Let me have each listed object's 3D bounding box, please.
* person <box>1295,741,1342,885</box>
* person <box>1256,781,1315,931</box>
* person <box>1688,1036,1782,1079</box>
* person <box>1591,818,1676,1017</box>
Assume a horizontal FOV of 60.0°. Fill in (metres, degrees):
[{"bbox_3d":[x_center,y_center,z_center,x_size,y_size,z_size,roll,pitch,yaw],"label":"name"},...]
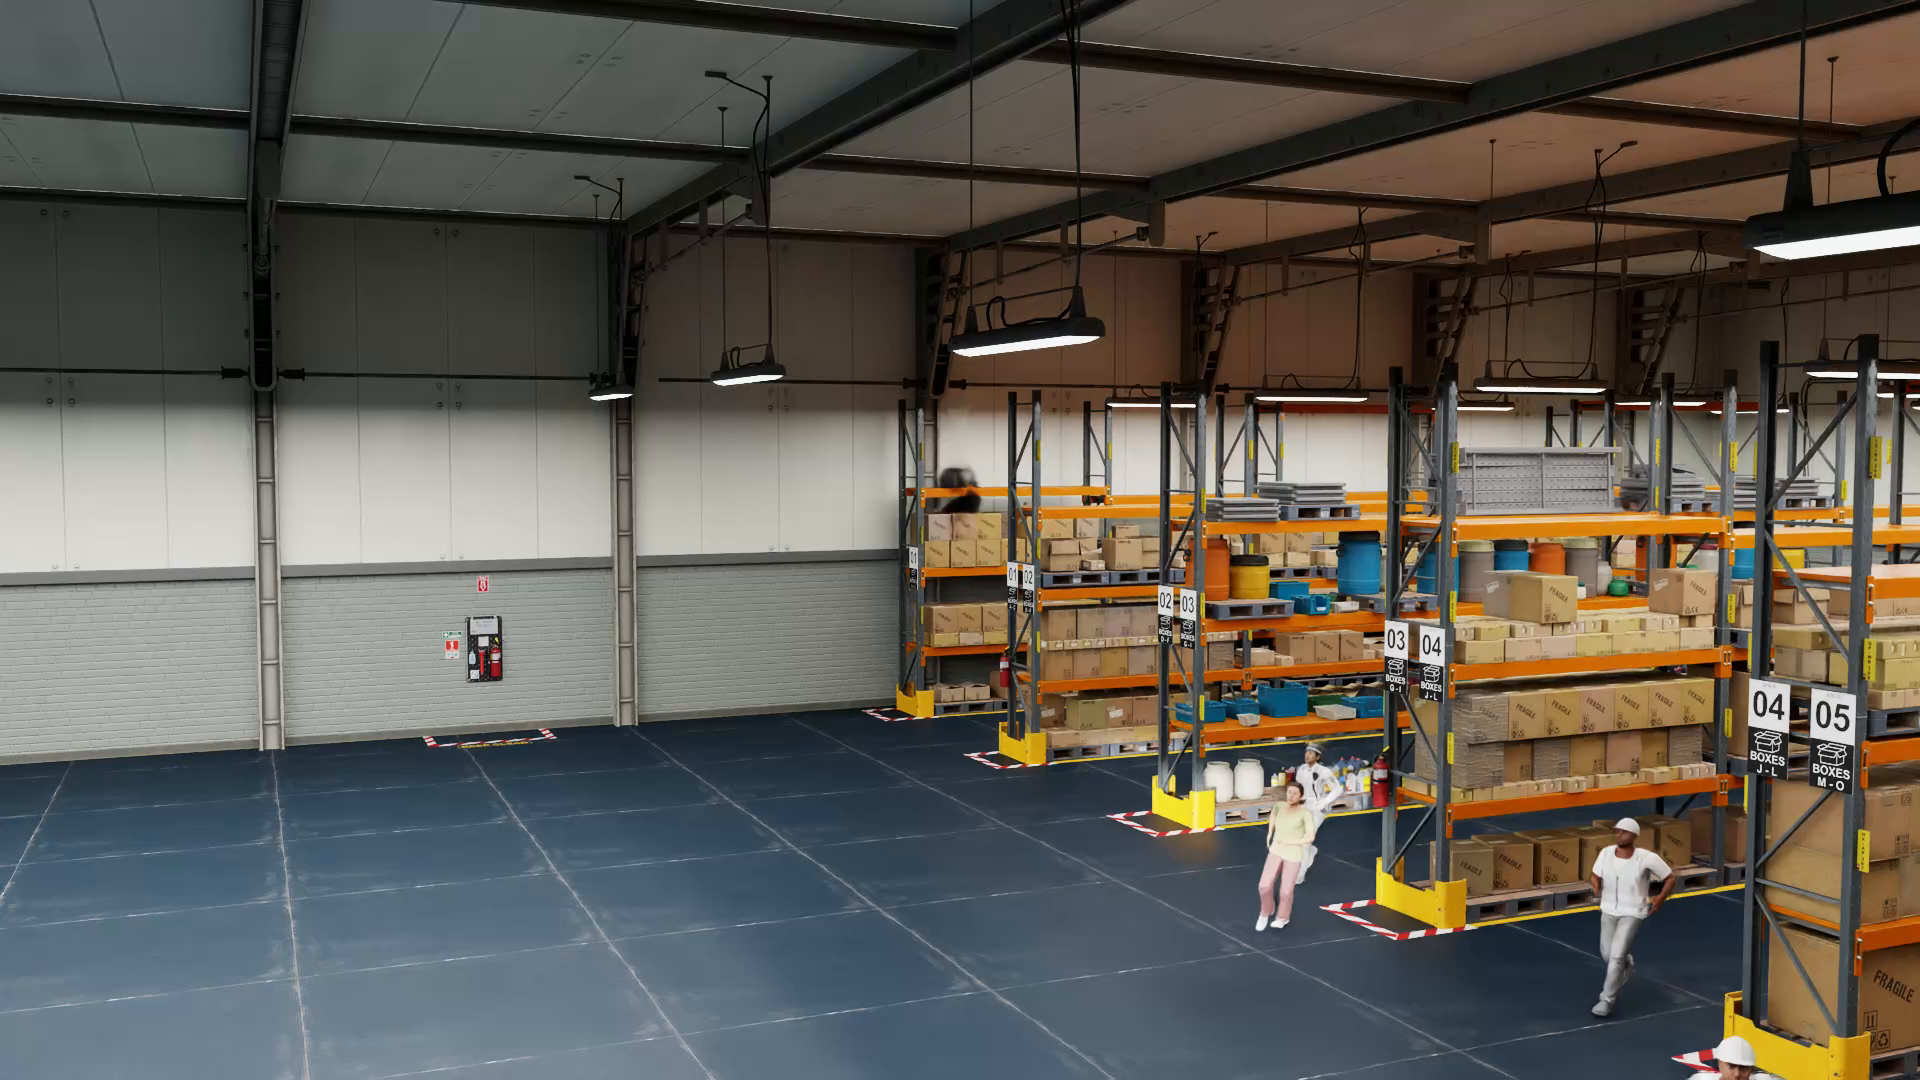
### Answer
[{"bbox_3d":[4.118,3.199,19.592,0.678,1.644,0.627,-3,5,-43],"label":"person"},{"bbox_3d":[3.431,3.316,17.439,0.624,1.626,0.634,2,4,28],"label":"person"},{"bbox_3d":[4.498,3.726,9.673,0.712,1.813,0.976,2,4,25],"label":"person"},{"bbox_3d":[6.034,3.409,15.177,0.969,1.716,0.719,-3,4,-40],"label":"person"}]
